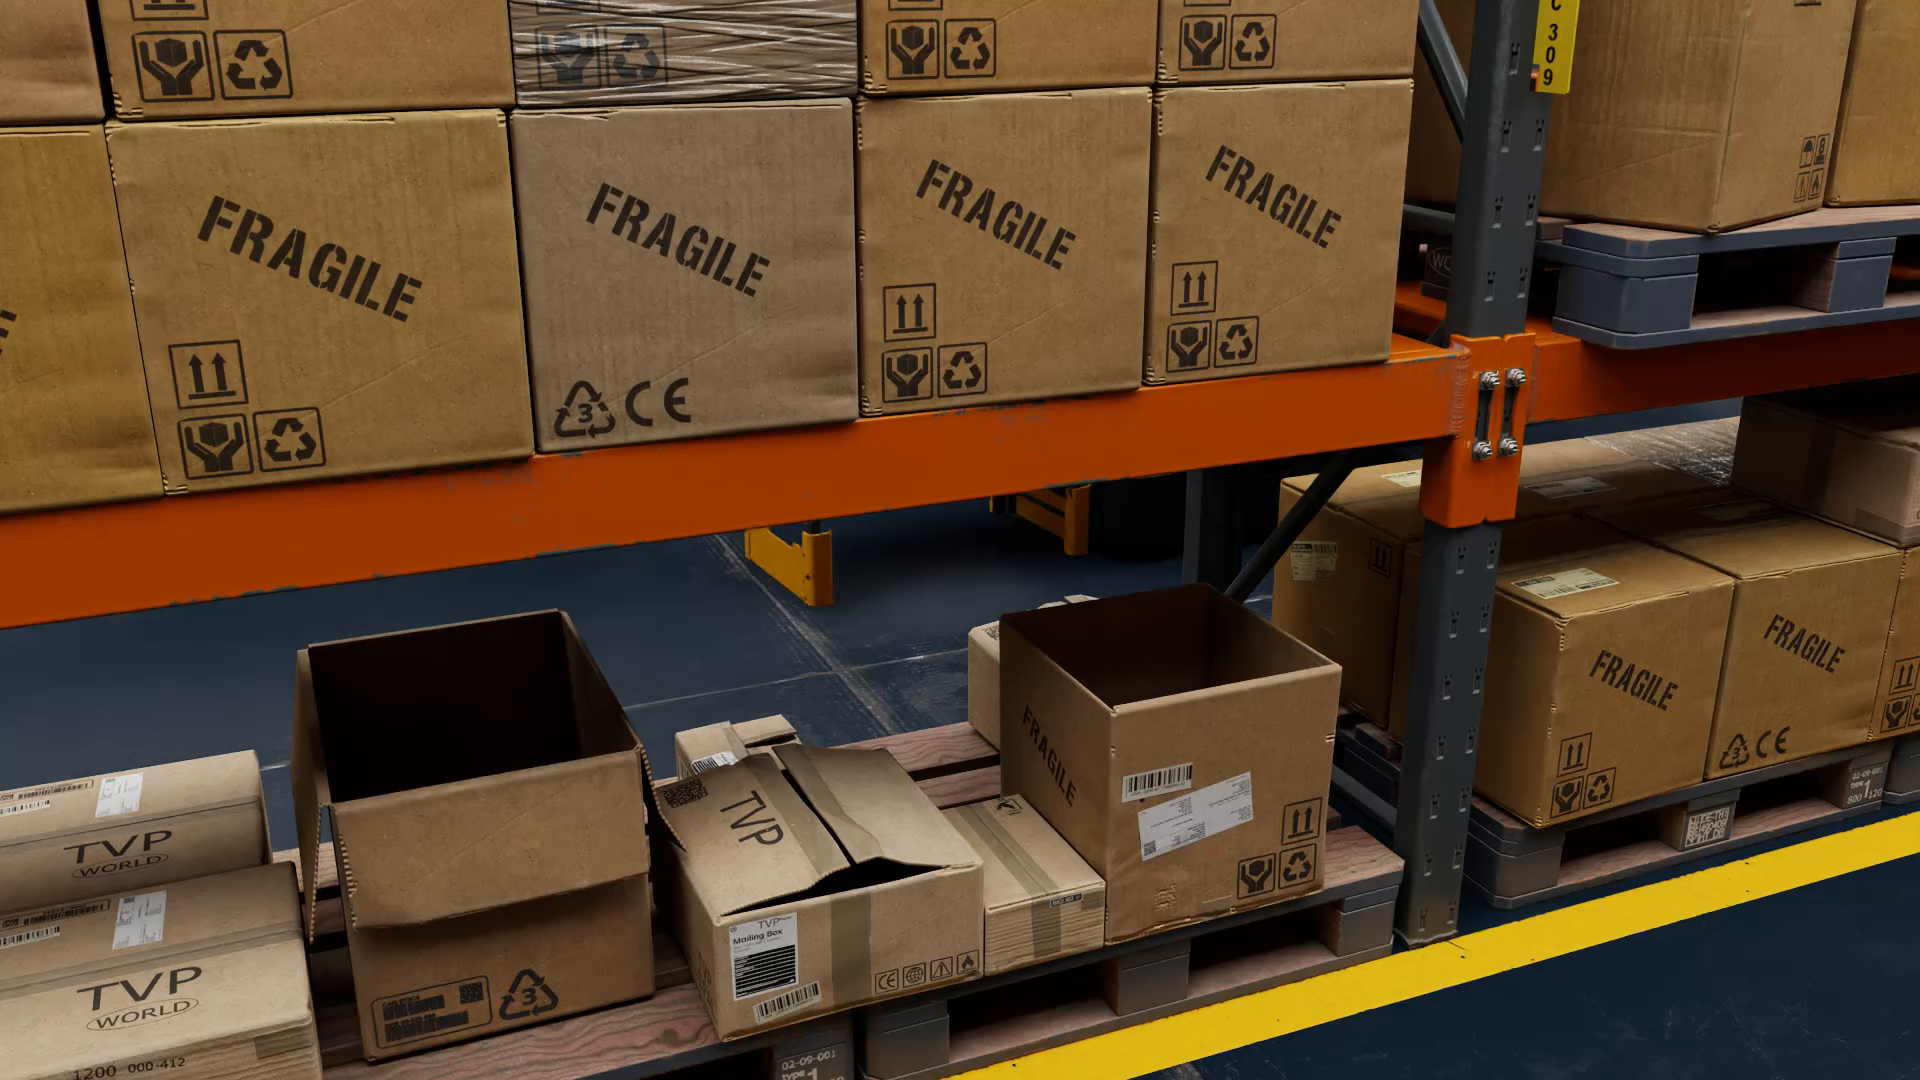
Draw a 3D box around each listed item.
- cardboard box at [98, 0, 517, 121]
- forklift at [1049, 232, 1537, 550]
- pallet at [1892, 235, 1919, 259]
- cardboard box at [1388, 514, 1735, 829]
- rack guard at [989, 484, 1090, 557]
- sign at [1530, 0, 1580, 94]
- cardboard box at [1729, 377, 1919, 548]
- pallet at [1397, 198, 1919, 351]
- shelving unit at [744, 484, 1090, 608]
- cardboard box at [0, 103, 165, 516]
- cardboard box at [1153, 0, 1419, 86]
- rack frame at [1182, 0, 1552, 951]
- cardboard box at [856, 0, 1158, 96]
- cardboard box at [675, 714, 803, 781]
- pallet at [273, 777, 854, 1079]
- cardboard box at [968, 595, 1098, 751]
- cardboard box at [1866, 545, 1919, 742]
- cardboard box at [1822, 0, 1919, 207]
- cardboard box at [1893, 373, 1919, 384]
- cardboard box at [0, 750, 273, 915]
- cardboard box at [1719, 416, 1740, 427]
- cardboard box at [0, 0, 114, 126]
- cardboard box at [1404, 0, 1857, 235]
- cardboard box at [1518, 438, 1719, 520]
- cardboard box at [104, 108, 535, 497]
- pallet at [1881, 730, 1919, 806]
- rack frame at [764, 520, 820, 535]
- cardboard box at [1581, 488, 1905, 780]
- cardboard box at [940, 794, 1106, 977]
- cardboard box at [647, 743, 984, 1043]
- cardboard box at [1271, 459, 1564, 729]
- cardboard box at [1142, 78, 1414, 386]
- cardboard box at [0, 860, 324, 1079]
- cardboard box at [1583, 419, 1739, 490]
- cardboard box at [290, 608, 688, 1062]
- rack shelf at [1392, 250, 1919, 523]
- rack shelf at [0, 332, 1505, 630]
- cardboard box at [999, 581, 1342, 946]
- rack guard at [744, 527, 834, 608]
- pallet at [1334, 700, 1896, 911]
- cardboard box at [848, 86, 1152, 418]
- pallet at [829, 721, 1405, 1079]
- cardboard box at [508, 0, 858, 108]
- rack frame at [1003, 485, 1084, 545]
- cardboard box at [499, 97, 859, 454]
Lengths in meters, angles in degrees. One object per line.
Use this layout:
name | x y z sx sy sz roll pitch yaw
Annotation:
cardboard box | -0.939 -0.875 2.333 0.500 0.500 0.500 -8 21 -22
forklift | 1.621 -1.683 6.389 3.031 2.935 1.130 -11 22 -27
pallet | 2.706 -0.880 4.294 1.213 0.211 1.003 -8 21 -22
cardboard box | 1.358 0.281 3.810 0.500 0.500 0.500 -9 21 -24
rack guard | 0.283 -0.148 6.067 0.087 0.250 0.587 -11 22 -28
sign | 1.039 -0.945 2.887 0.005 0.325 0.100 -8 21 -22
cardboard box | 2.276 -0.205 4.059 0.500 0.250 0.500 -8 21 -22
pallet | 1.594 -0.683 3.734 1.213 0.211 1.003 -8 21 -22
shelving unit | -0.151 -0.657 5.629 1.083 1.500 0.587 -11 22 -28
cardboard box | -1.410 -0.335 2.307 0.500 0.500 0.500 -8 21 -22
cardboard box | 0.455 -1.075 2.902 0.500 0.500 0.500 -8 21 -22
rack frame | 0.817 -0.702 3.498 0.127 3.000 1.000 -8 21 -22
cardboard box | -0.014 -1.007 2.708 0.500 0.500 0.500 -9 21 -23
cardboard box | -0.444 0.533 3.594 0.250 0.166 0.380 -8 21 -22
pallet | -0.936 0.866 3.246 1.213 0.211 1.003 -8 21 -22
cardboard box | 0.346 0.348 3.902 0.500 0.311 0.500 -8 21 -22
cardboard box | 2.305 0.144 4.199 0.500 0.500 0.500 -8 21 -21
cardboard box | 1.947 -1.051 3.707 0.500 0.500 0.700 -5 20 -13
cardboard box | 2.736 -0.271 4.247 0.500 0.250 0.500 -9 21 -23
cardboard box | -1.570 0.652 3.133 0.500 0.250 0.500 -8 21 -22
cardboard box | 2.541 -0.078 4.829 0.500 0.500 0.500 -9 21 -24
cardboard box | -1.406 -0.807 2.143 0.500 0.500 0.500 -8 21 -21
cardboard box | 1.341 -0.941 3.395 0.500 0.500 0.700 -17 26 -40
cardboard box | 1.614 0.055 4.450 0.500 0.500 0.500 -8 21 -22
cardboard box | -0.951 -0.400 2.492 0.500 0.500 0.500 -8 21 -21
pallet | 2.671 0.333 4.757 1.213 0.211 1.003 -8 21 -22
rack frame | -0.586 -0.576 5.399 0.032 1.500 0.500 -11 22 -28
cardboard box | 1.843 0.207 4.019 0.500 0.500 0.500 -8 21 -21
cardboard box | 0.086 0.665 3.248 0.250 0.149 0.380 -8 21 -22
cardboard box | -0.282 0.619 3.133 0.500 0.311 0.500 -8 21 -22
cardboard box | 1.157 0.118 4.273 0.500 0.500 0.500 -8 21 -22
cardboard box | 0.460 -0.605 3.072 0.500 0.500 0.500 -8 21 -21
cardboard box | -1.326 0.798 2.718 0.500 0.250 0.500 -8 21 -22
cardboard box | 2.075 -0.011 4.637 0.500 0.500 0.500 -8 21 -21
cardboard box | -0.906 0.517 3.133 0.637 0.503 0.797 -8 21 -22
rack shelf | 2.653 -0.625 4.365 4.000 0.370 1.077 -8 21 -22
rack shelf | -1.019 -0.099 2.870 4.000 0.370 1.077 -8 21 -22
cardboard box | 0.406 0.431 3.381 0.500 0.500 0.500 -8 21 -22
rack guard | -0.585 0.014 5.607 0.087 0.250 0.587 -11 22 -28
pallet | 1.549 0.495 4.298 1.213 0.211 1.003 -8 21 -22
cardboard box | -0.013 -0.536 2.879 0.500 0.500 0.500 -8 21 -20
pallet | 0.186 0.704 3.705 1.213 0.211 1.003 -8 21 -22
cardboard box | -0.477 -0.940 2.520 0.500 0.500 0.500 -8 21 -21
rack frame | 0.300 -0.741 5.868 0.032 1.500 0.500 -11 22 -28
cardboard box | -0.484 -0.468 2.685 0.500 0.500 0.500 -8 21 -21
